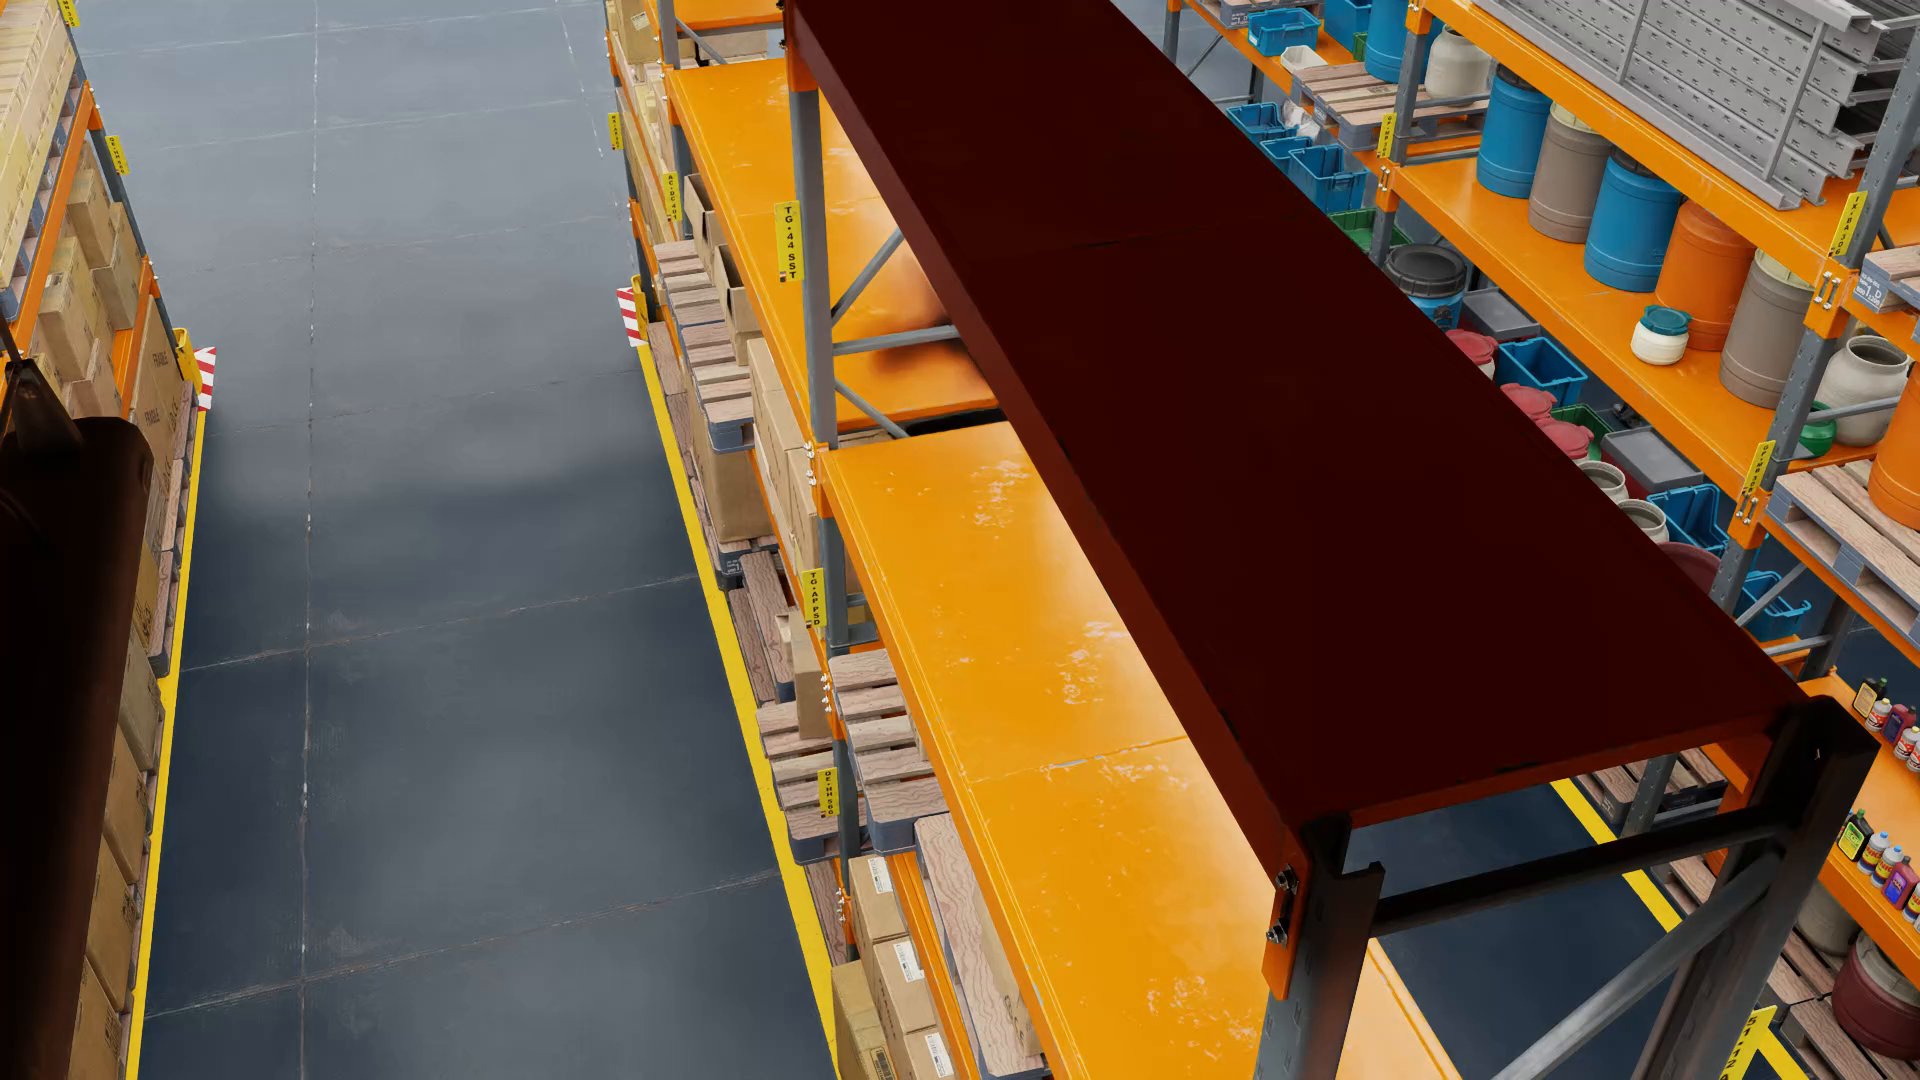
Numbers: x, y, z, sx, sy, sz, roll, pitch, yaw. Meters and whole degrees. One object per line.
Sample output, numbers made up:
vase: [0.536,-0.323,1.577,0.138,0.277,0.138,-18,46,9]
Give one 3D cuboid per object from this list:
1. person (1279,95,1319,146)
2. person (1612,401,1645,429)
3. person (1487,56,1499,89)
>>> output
person: [3.346,-4.036,16.587,0.687,1.651,0.541,-28,46,-31]
person: [5.625,-1.711,13.596,0.717,1.741,0.571,-14,40,-17]
person: [5.878,-5.525,18.417,0.817,1.858,0.732,9,39,11]
